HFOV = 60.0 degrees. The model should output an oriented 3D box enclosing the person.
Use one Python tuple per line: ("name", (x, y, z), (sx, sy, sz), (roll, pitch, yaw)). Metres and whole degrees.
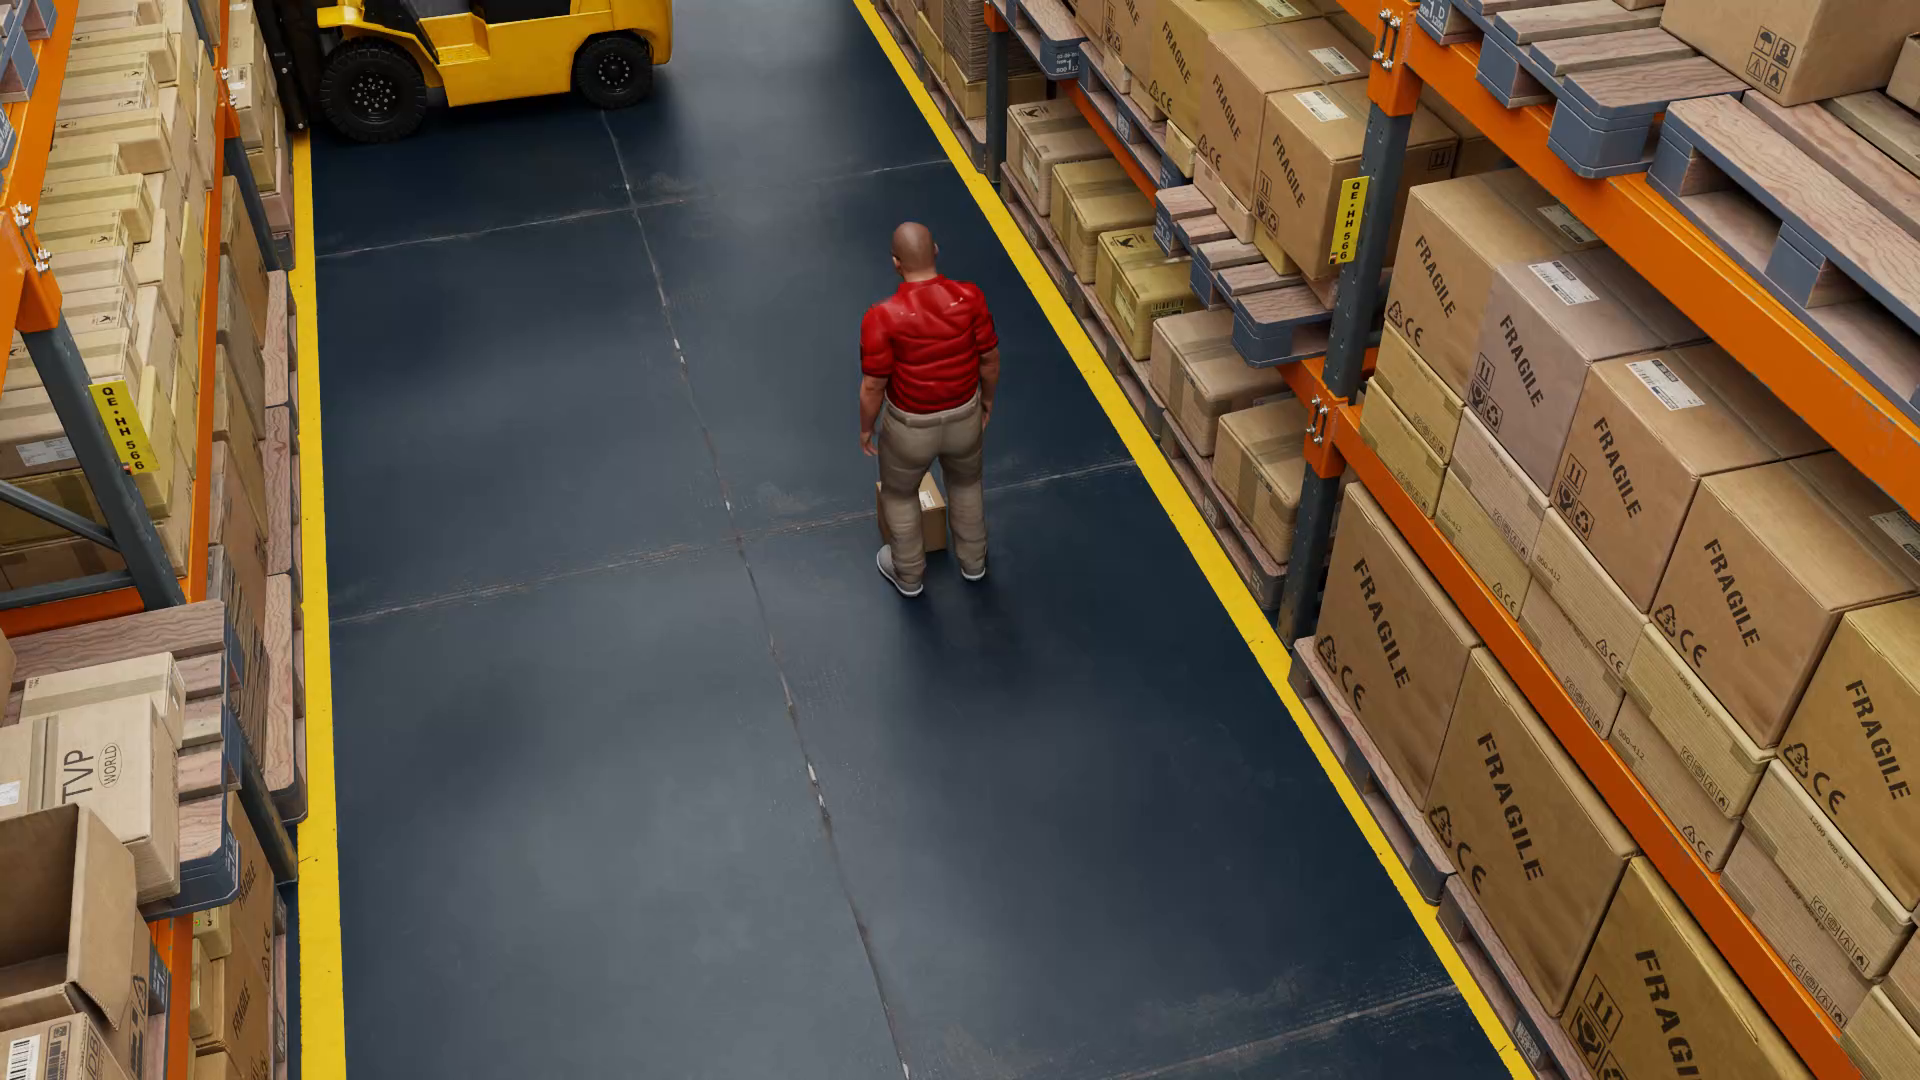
("person", (-0.130, -0.498, 6.724), (0.589, 1.725, 0.392), (-14, 44, -15))
